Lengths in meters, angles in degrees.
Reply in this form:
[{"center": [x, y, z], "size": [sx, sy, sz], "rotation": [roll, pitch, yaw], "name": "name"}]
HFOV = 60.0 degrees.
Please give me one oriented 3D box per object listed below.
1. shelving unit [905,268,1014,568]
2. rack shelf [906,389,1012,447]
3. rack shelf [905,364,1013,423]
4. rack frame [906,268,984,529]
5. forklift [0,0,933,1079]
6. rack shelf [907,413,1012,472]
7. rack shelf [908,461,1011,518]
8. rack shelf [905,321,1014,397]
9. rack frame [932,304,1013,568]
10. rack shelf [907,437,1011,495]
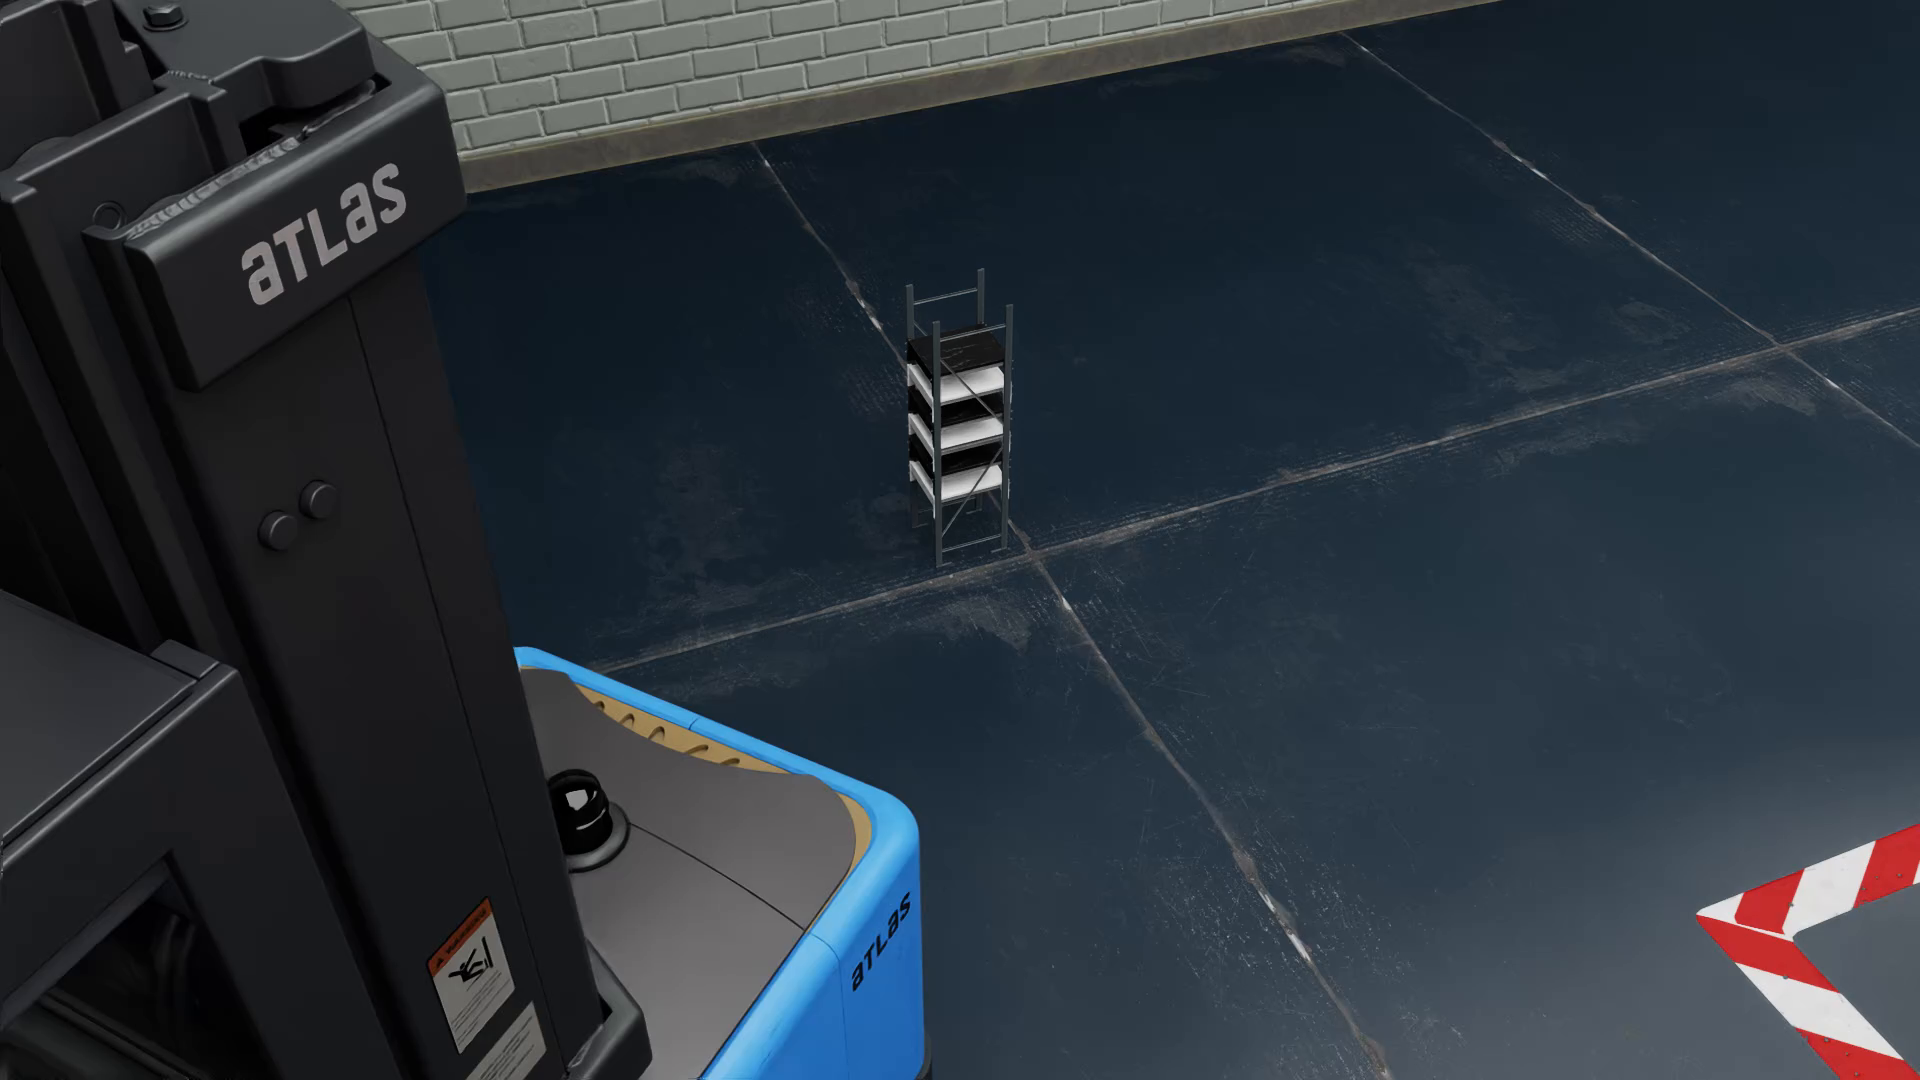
[{"center": [-0.003, -0.346, 4.962], "size": [0.258, 0.900, 0.210], "rotation": [-15, 43, -17], "name": "shelving unit"}, {"center": [-0.003, -0.389, 4.925], "size": [0.258, 0.077, 0.200], "rotation": [-15, 43, -17], "name": "rack shelf"}, {"center": [-0.003, -0.457, 4.867], "size": [0.258, 0.077, 0.200], "rotation": [-15, 43, -17], "name": "rack shelf"}, {"center": [-0.042, -0.407, 5.034], "size": [0.240, 0.900, 0.006], "rotation": [-15, 43, -17], "name": "rack frame"}, {"center": [-1.192, 0.893, 1.964], "size": [1.130, 2.935, 3.031], "rotation": [19, 44, 21], "name": "forklift"}, {"center": [-0.003, -0.321, 4.984], "size": [0.258, 0.077, 0.200], "rotation": [-15, 43, -17], "name": "rack shelf"}, {"center": [-0.003, -0.184, 5.101], "size": [0.258, 0.077, 0.200], "rotation": [-15, 43, -17], "name": "rack shelf"}, {"center": [-0.003, -0.526, 4.808], "size": [0.258, 0.077, 0.200], "rotation": [-15, 43, -17], "name": "rack shelf"}, {"center": [0.036, -0.285, 4.891], "size": [0.240, 0.900, 0.006], "rotation": [-15, 43, -17], "name": "rack frame"}, {"center": [-0.003, -0.253, 5.043], "size": [0.258, 0.077, 0.200], "rotation": [-15, 43, -17], "name": "rack shelf"}]
